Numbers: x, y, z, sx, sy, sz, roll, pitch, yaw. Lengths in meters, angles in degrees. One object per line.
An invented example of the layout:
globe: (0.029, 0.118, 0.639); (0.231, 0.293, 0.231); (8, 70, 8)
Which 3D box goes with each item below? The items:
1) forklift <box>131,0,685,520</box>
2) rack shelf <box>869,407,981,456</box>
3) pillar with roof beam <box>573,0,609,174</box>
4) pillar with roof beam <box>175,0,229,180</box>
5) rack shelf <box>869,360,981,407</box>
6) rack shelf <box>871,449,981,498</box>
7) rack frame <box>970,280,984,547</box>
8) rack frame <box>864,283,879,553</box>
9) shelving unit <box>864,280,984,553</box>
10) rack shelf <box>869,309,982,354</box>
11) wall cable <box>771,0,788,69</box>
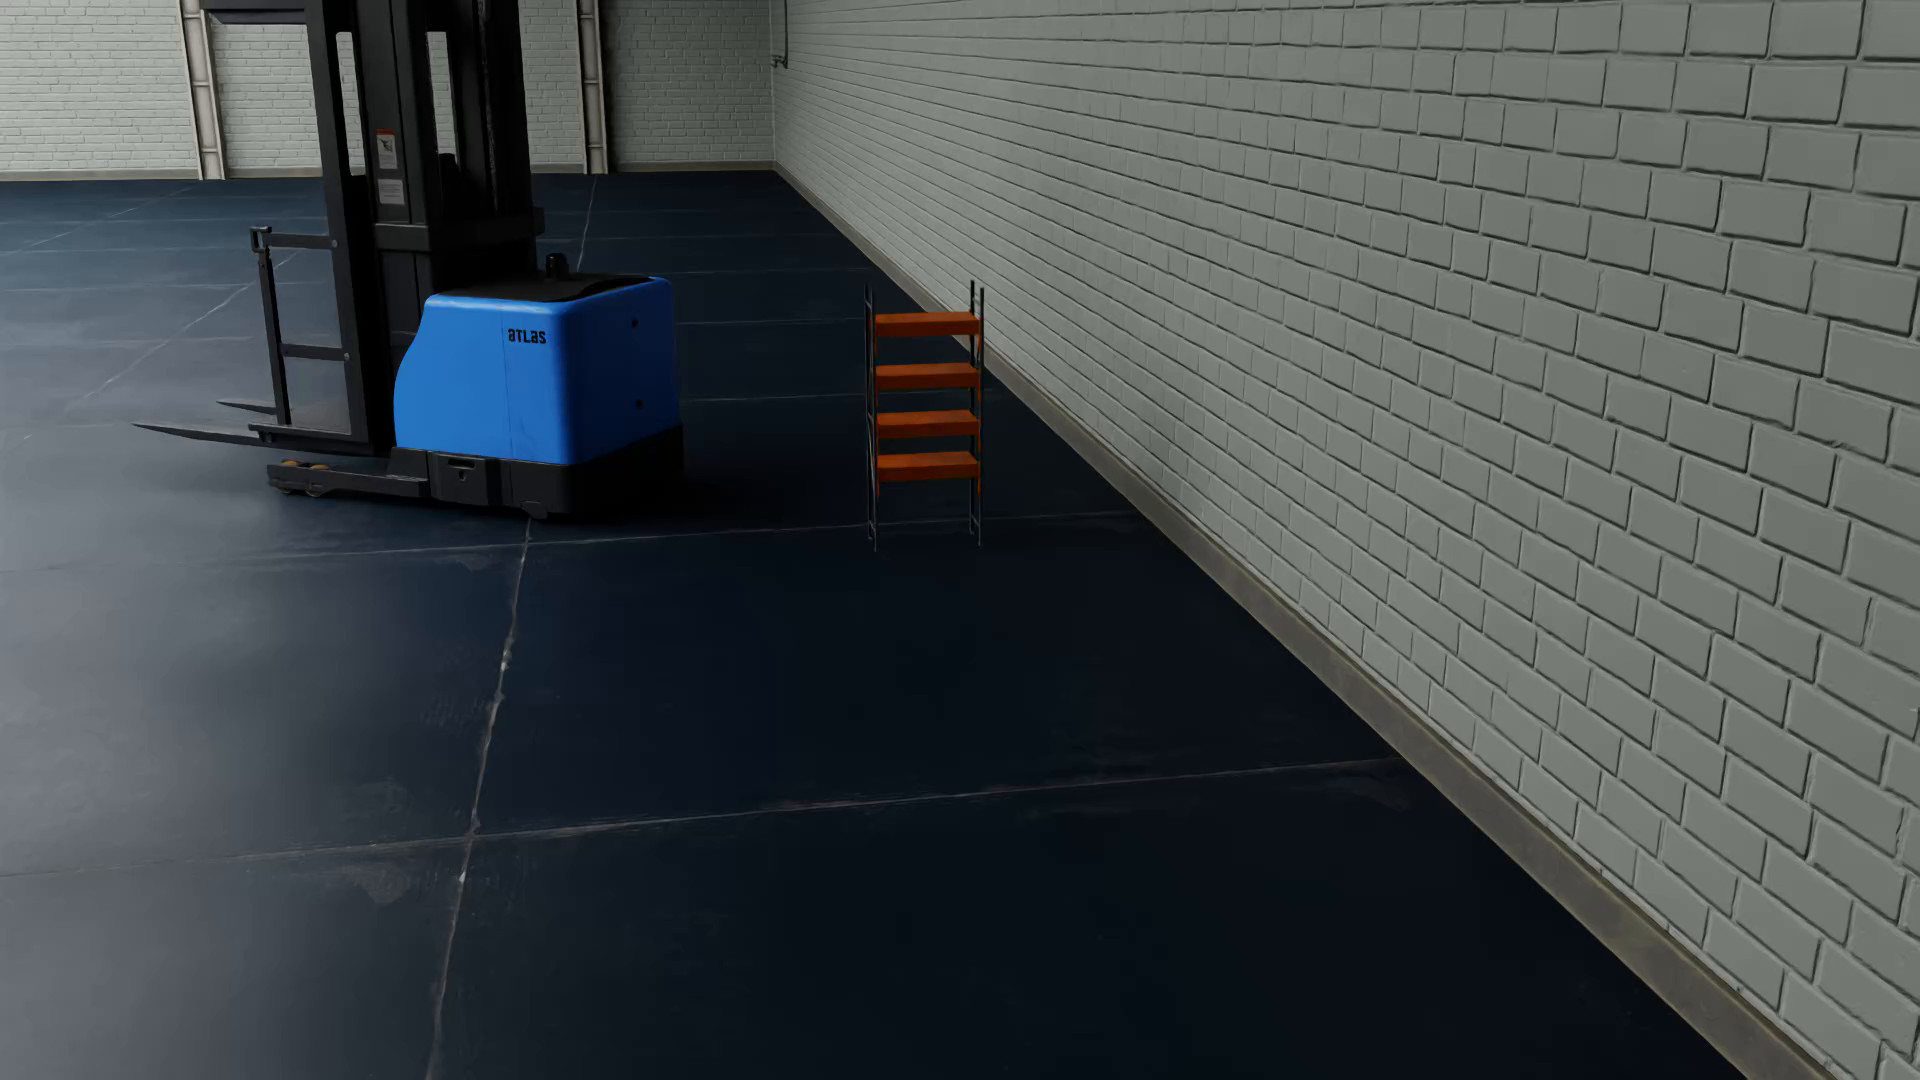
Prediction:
forklift: (-3.029, -1.756, 8.538); (3.031, 2.935, 1.130); (7, 18, 21)
rack shelf: (-0.163, -0.500, 7.625); (0.480, 0.148, 0.258); (-3, 17, -10)
pillar with roof beam: (-5.253, -9.188, 22.400); (0.400, 9.000, 9.100); (-3, 17, -10)
pillar with roof beam: (-11.144, -8.854, 21.312); (0.400, 9.000, 9.100); (-3, 17, -10)
rack shelf: (-0.163, -0.714, 7.560); (0.480, 0.148, 0.258); (-3, 17, -10)
rack shelf: (-0.163, -0.310, 7.684); (0.480, 0.148, 0.258); (-3, 17, -10)
rack frame: (0.077, -0.578, 7.650); (0.015, 1.200, 0.240); (-3, 17, -10)
rack frame: (-0.402, -0.551, 7.561); (0.015, 1.200, 0.240); (-3, 17, -10)
shelving unit: (-0.163, -0.564, 7.606); (0.503, 1.200, 0.258); (-3, 17, -10)
rack shelf: (-0.163, -0.940, 7.490); (0.480, 0.148, 0.258); (-3, 17, -10)
wall cable: (-2.926, -8.728, 26.189); (0.112, 2.526, 3.097); (-3, 17, -10)
